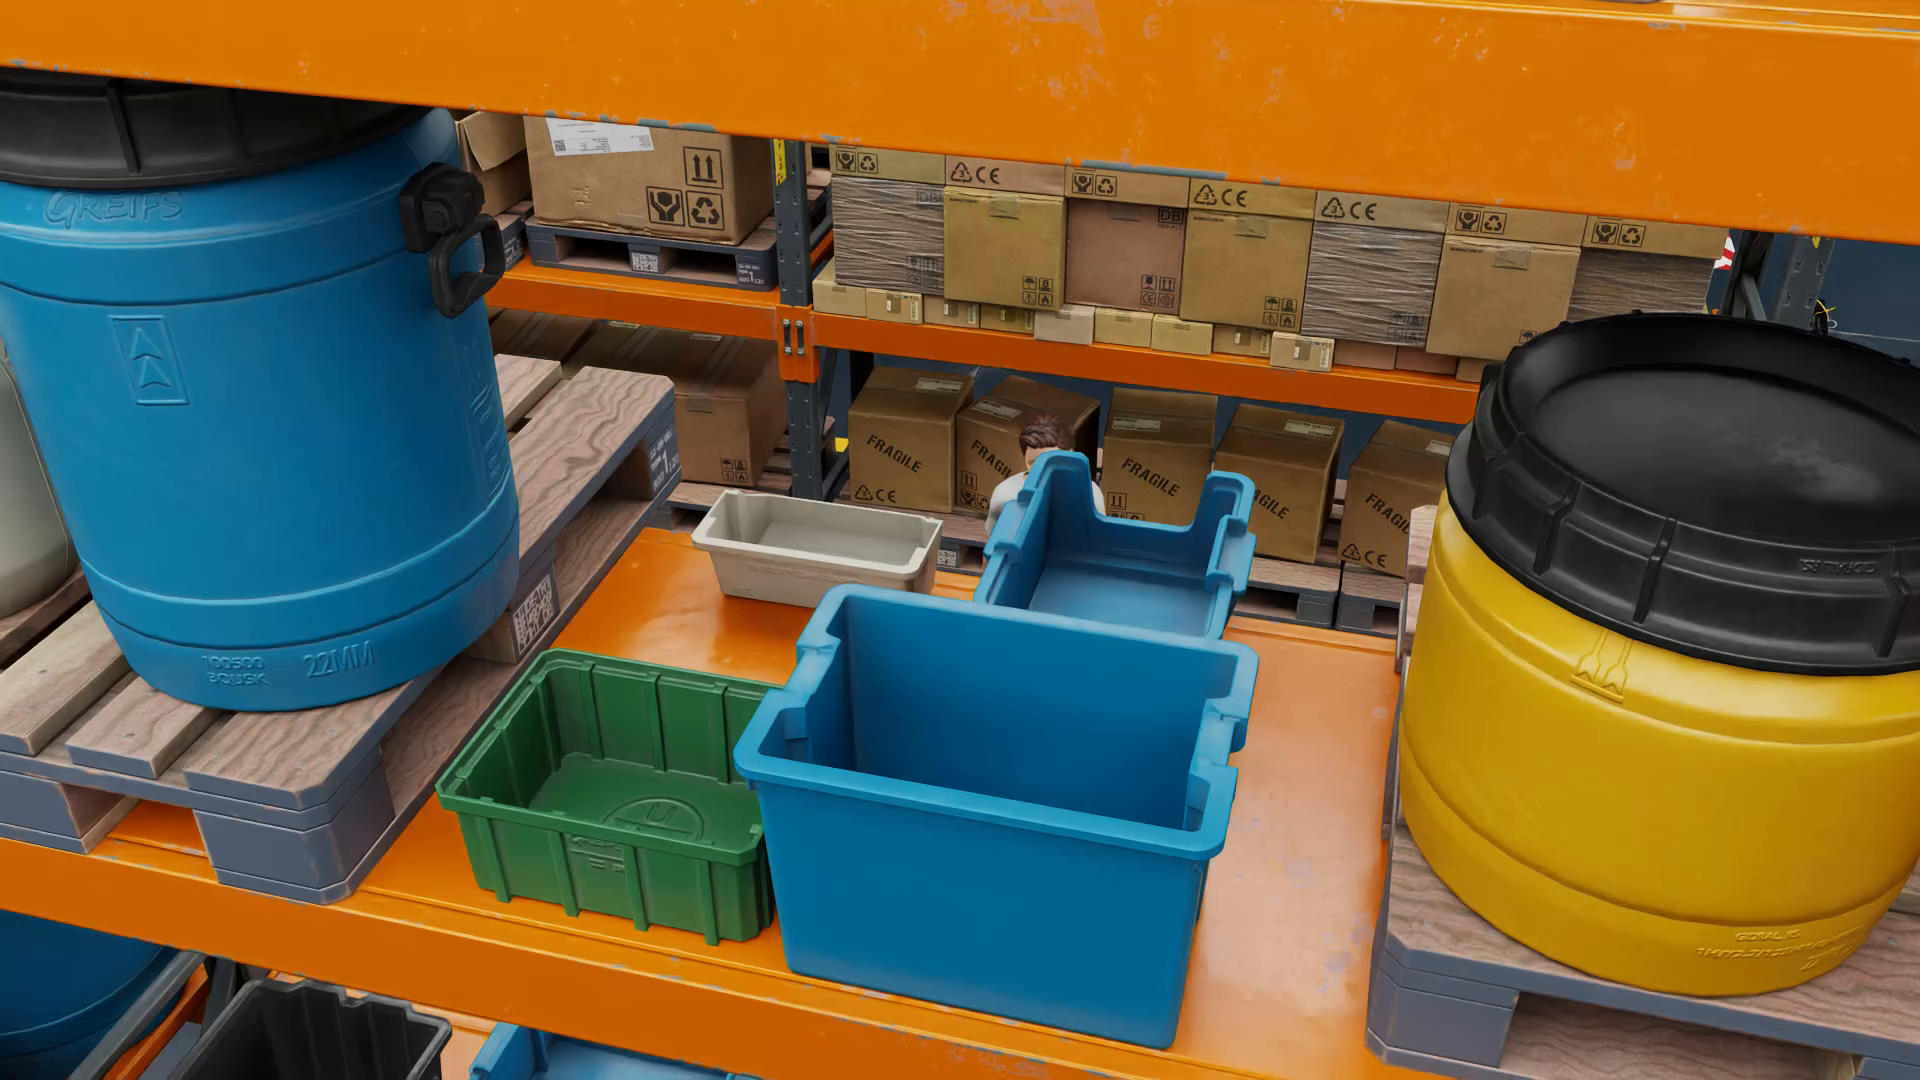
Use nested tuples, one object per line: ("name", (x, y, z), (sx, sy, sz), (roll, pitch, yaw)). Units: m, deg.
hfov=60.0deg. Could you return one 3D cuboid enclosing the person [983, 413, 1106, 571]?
("person", (0.329, 0.322, 6.131), (0.457, 1.666, 0.674), (-3, 33, -4))
